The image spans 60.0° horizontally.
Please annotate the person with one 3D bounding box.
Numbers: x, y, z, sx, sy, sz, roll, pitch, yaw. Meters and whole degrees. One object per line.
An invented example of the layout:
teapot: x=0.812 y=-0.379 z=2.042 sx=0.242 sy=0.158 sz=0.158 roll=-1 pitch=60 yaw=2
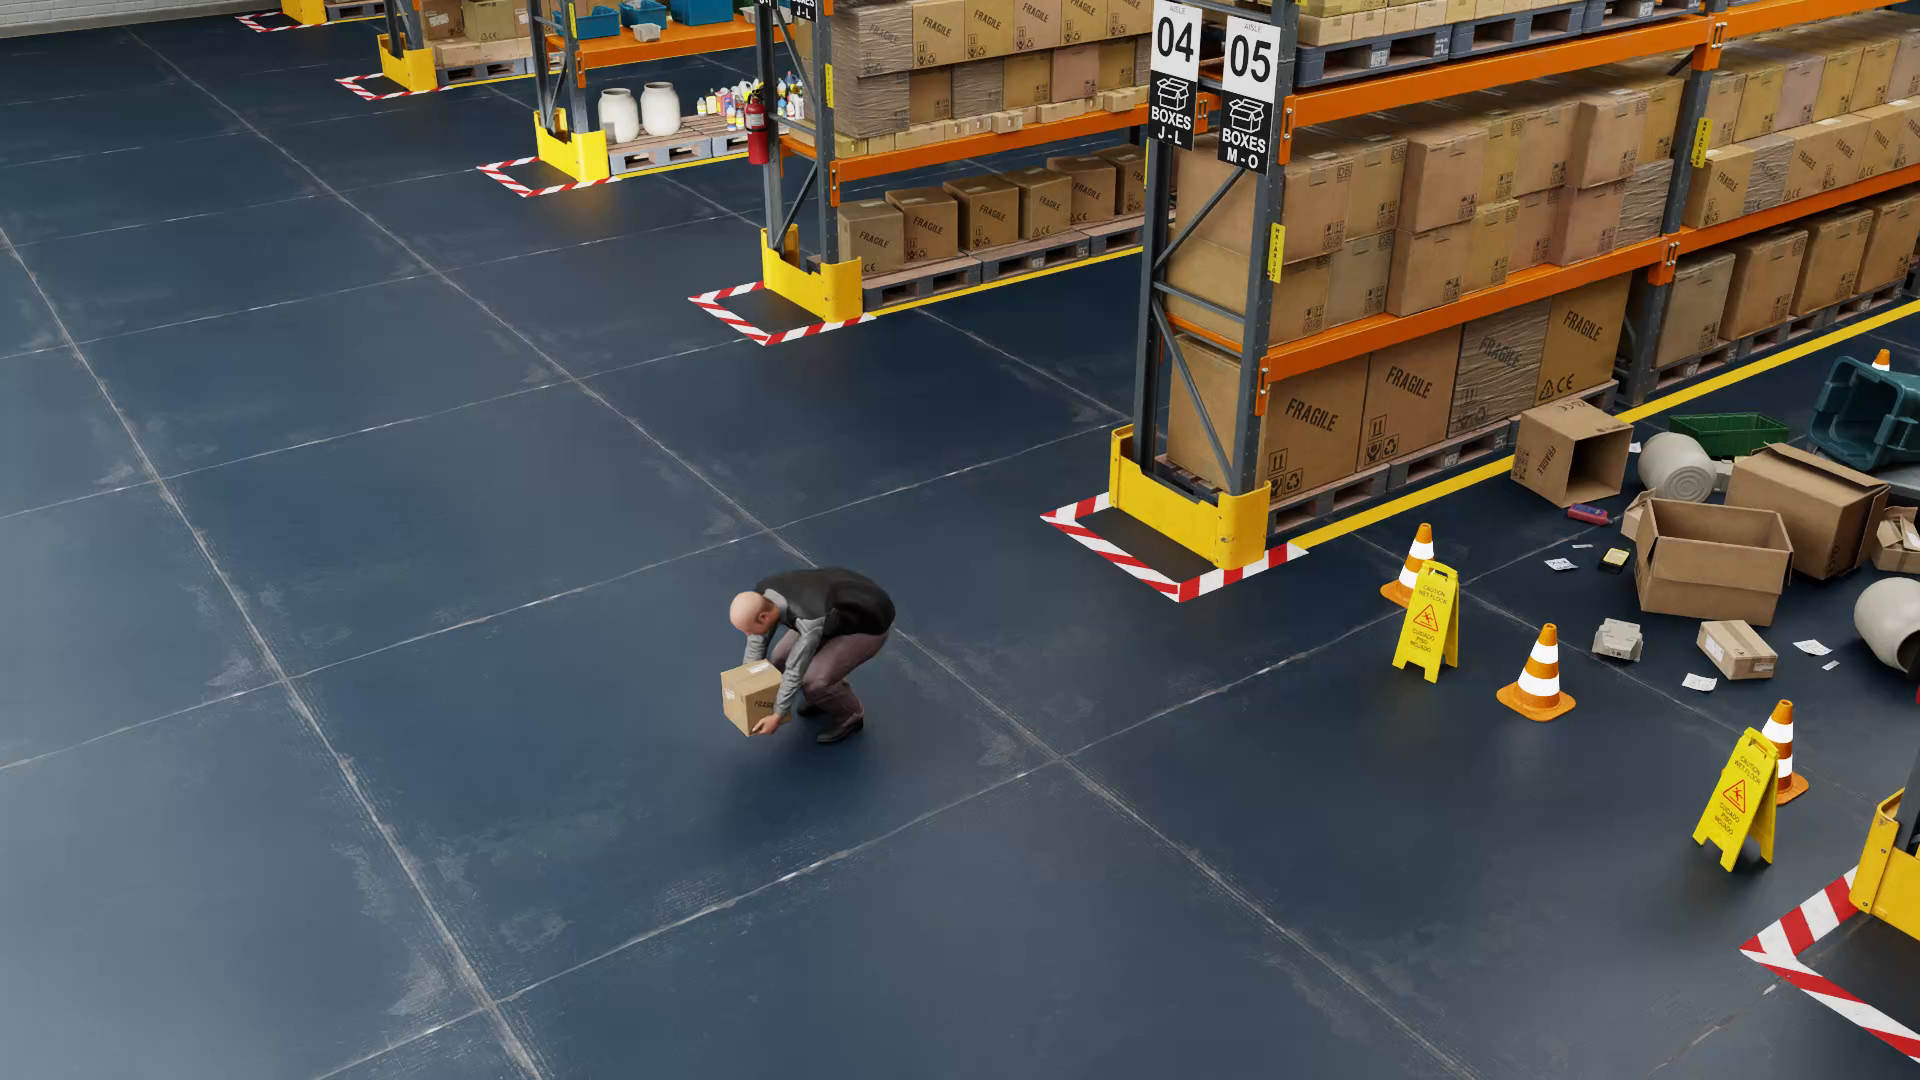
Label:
person: x=-0.762 y=0.565 z=8.416 sx=0.889 sy=0.957 sz=0.509 roll=-20 pitch=34 yaw=-32
